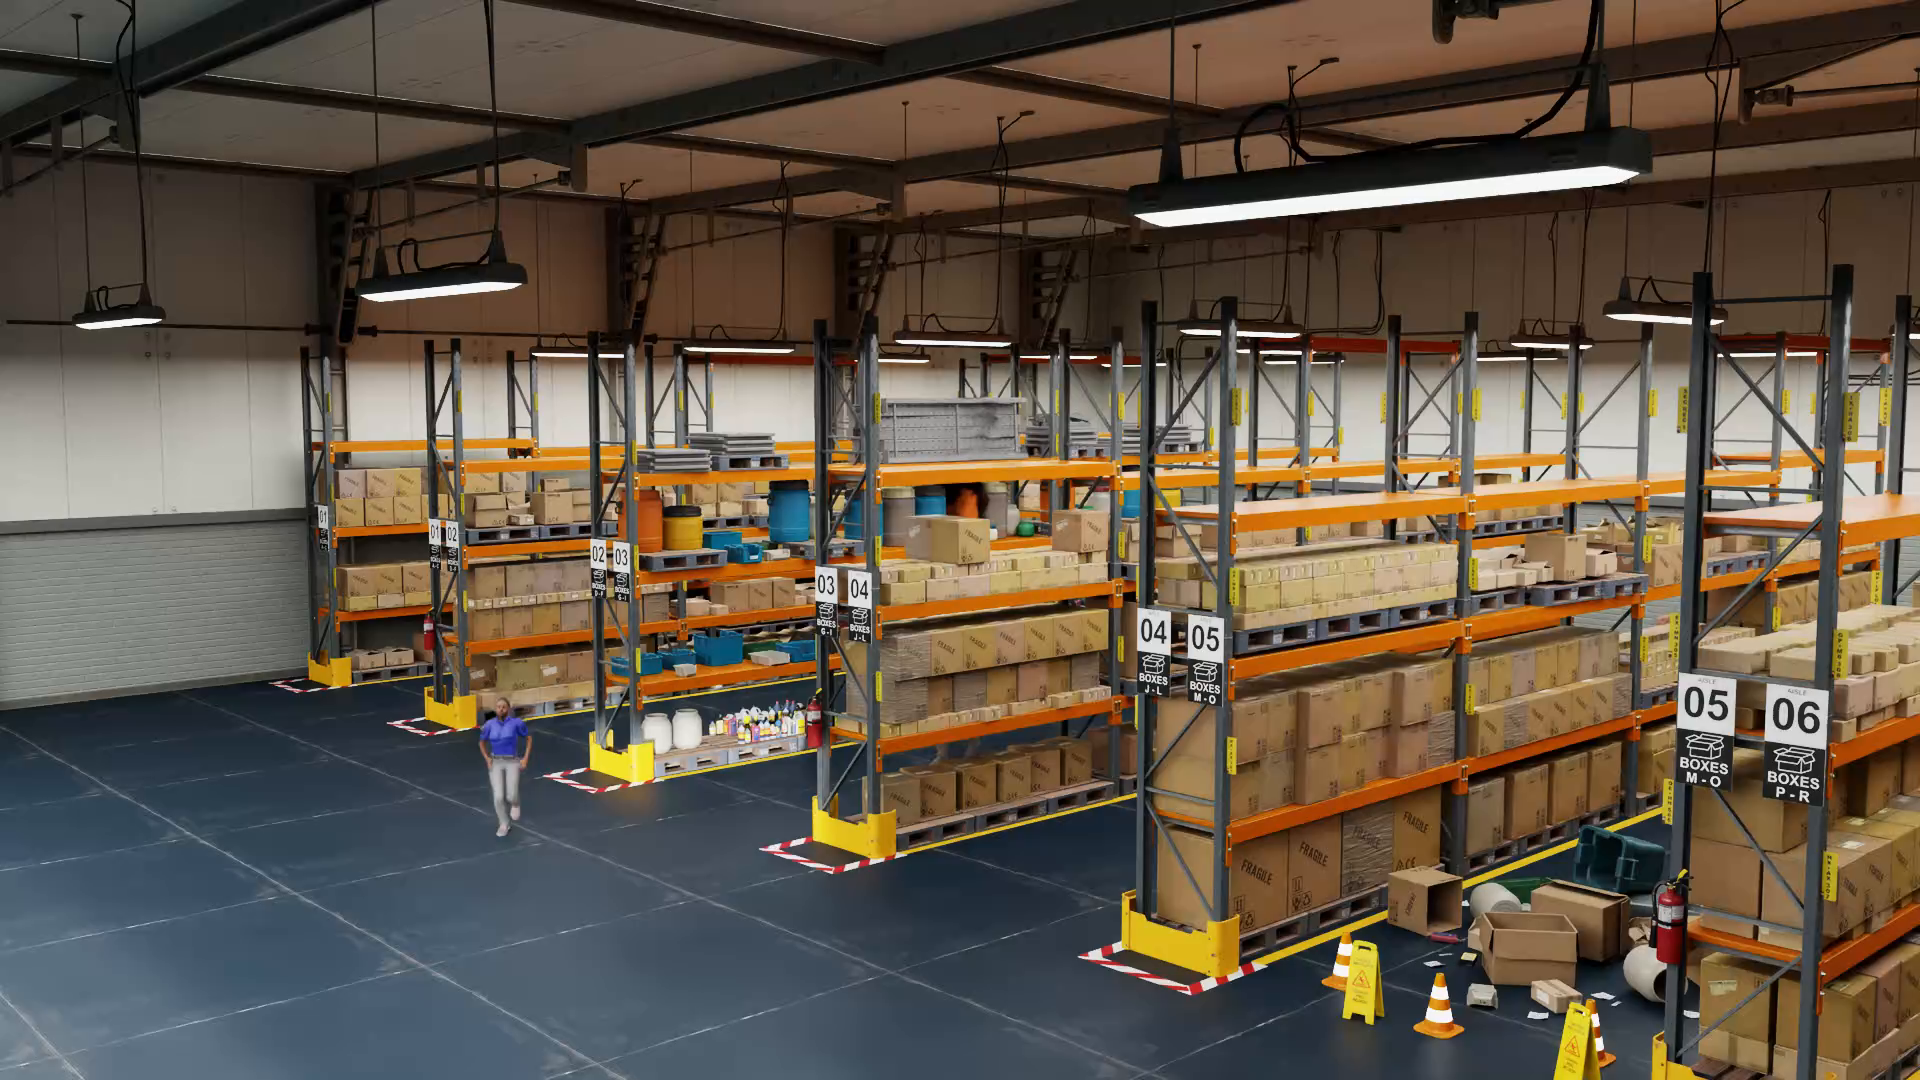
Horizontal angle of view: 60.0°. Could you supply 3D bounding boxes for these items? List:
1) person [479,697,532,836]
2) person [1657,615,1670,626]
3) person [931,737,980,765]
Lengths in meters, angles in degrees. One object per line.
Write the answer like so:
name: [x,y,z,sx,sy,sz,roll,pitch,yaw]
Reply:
person: [-5.356,2.652,19.605,0.608,1.602,0.560,-1,5,-10]
person: [11.045,2.028,25.952,0.824,1.747,0.659,-3,6,-32]
person: [-0.051,2.265,23.199,0.657,1.760,0.870,4,7,41]
